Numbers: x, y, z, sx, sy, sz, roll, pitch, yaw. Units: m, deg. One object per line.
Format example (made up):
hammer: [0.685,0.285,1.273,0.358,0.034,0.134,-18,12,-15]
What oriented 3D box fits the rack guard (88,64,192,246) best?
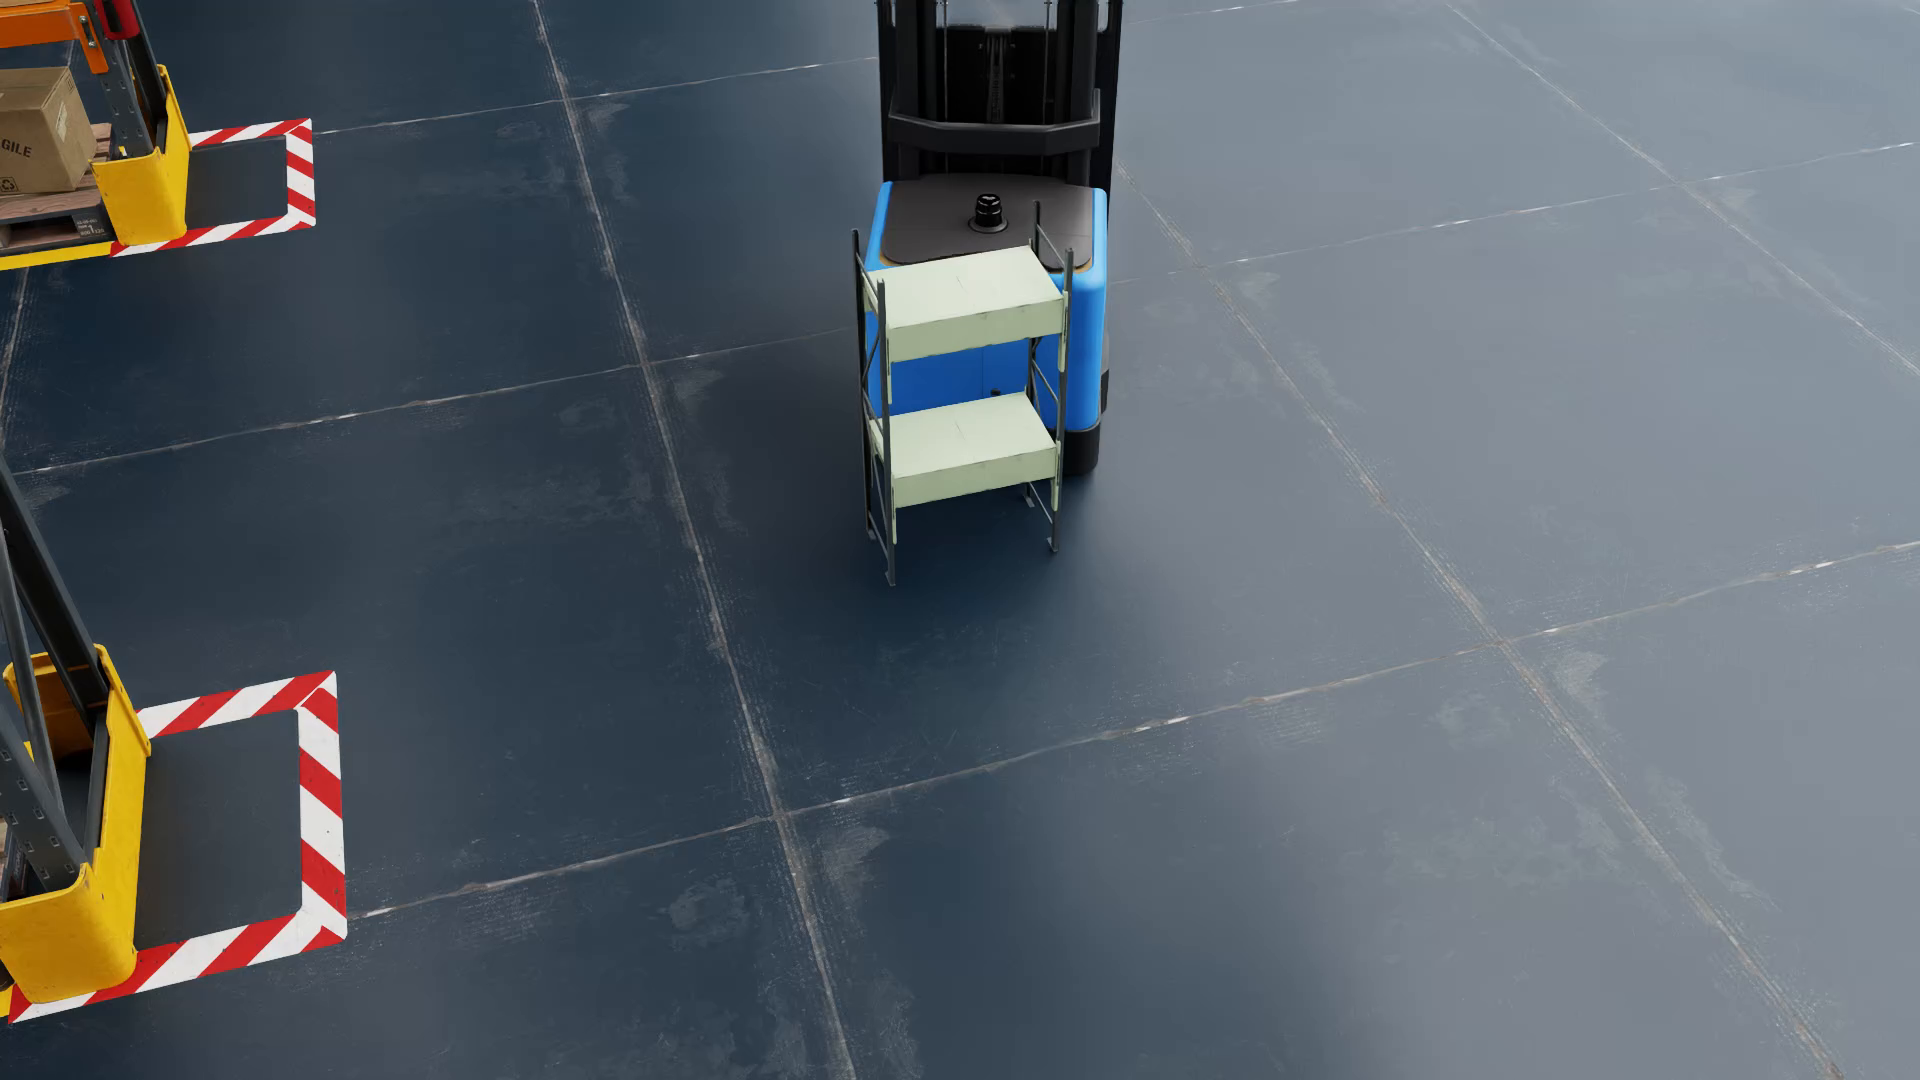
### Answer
rack guard: [-4.602,-2.182,9.367,0.348,0.500,1.175,-12,42,-13]

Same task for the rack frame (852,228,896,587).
rack frame: [-0.343,-0.494,6.675,0.023,1.500,0.400,-12,42,-13]

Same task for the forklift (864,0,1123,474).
forklift: [0.193,-2.357,7.720,1.130,2.935,3.031,2,41,3]

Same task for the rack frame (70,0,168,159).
rack frame: [-4.529,-3.138,8.562,0.127,3.000,1.000,-12,42,-13]

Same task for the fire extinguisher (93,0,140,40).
fire extinguisher: [-4.282,-2.842,8.282,0.183,0.674,0.296,-12,42,-13]

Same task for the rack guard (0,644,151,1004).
rack guard: [-3.100,0.956,5.776,0.348,0.500,1.175,-12,42,-13]

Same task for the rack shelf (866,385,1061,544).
rack shelf: [0.006,-0.321,6.973,0.720,0.370,0.431,-12,42,-13]

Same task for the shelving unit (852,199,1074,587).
shelving unit: [0.006,-0.566,6.758,0.755,1.500,0.431,-12,42,-13]

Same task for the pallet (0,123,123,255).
pallet: [-5.387,-1.935,9.304,1.213,0.211,1.003,-12,42,-13]

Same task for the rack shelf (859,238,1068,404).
rack shelf: [0.006,-0.860,6.501,0.720,0.370,0.431,-12,42,-13]

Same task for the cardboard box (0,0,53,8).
cardboard box: [-4.739,-2.858,8.432,0.250,0.149,0.380,-12,42,-13]

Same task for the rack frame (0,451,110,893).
rack frame: [-3.042,-0.030,5.004,0.127,3.000,1.000,-12,42,-13]

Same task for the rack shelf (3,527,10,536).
rack shelf: [-4.949,0.636,4.789,4.000,0.370,1.077,-12,42,-13]

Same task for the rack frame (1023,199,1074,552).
rack frame: [0.355,-0.638,6.841,0.023,1.500,0.400,-12,42,-13]

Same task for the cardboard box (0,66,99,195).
cardboard box: [-5.130,-2.242,9.117,0.500,0.500,0.500,-4,41,-5]

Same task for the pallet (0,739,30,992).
pallet: [-3.877,1.222,5.691,1.213,0.211,1.003,-12,42,-13]

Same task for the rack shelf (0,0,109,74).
rack shelf: [-6.437,-2.472,8.346,4.000,0.370,1.077,-12,42,-13]
